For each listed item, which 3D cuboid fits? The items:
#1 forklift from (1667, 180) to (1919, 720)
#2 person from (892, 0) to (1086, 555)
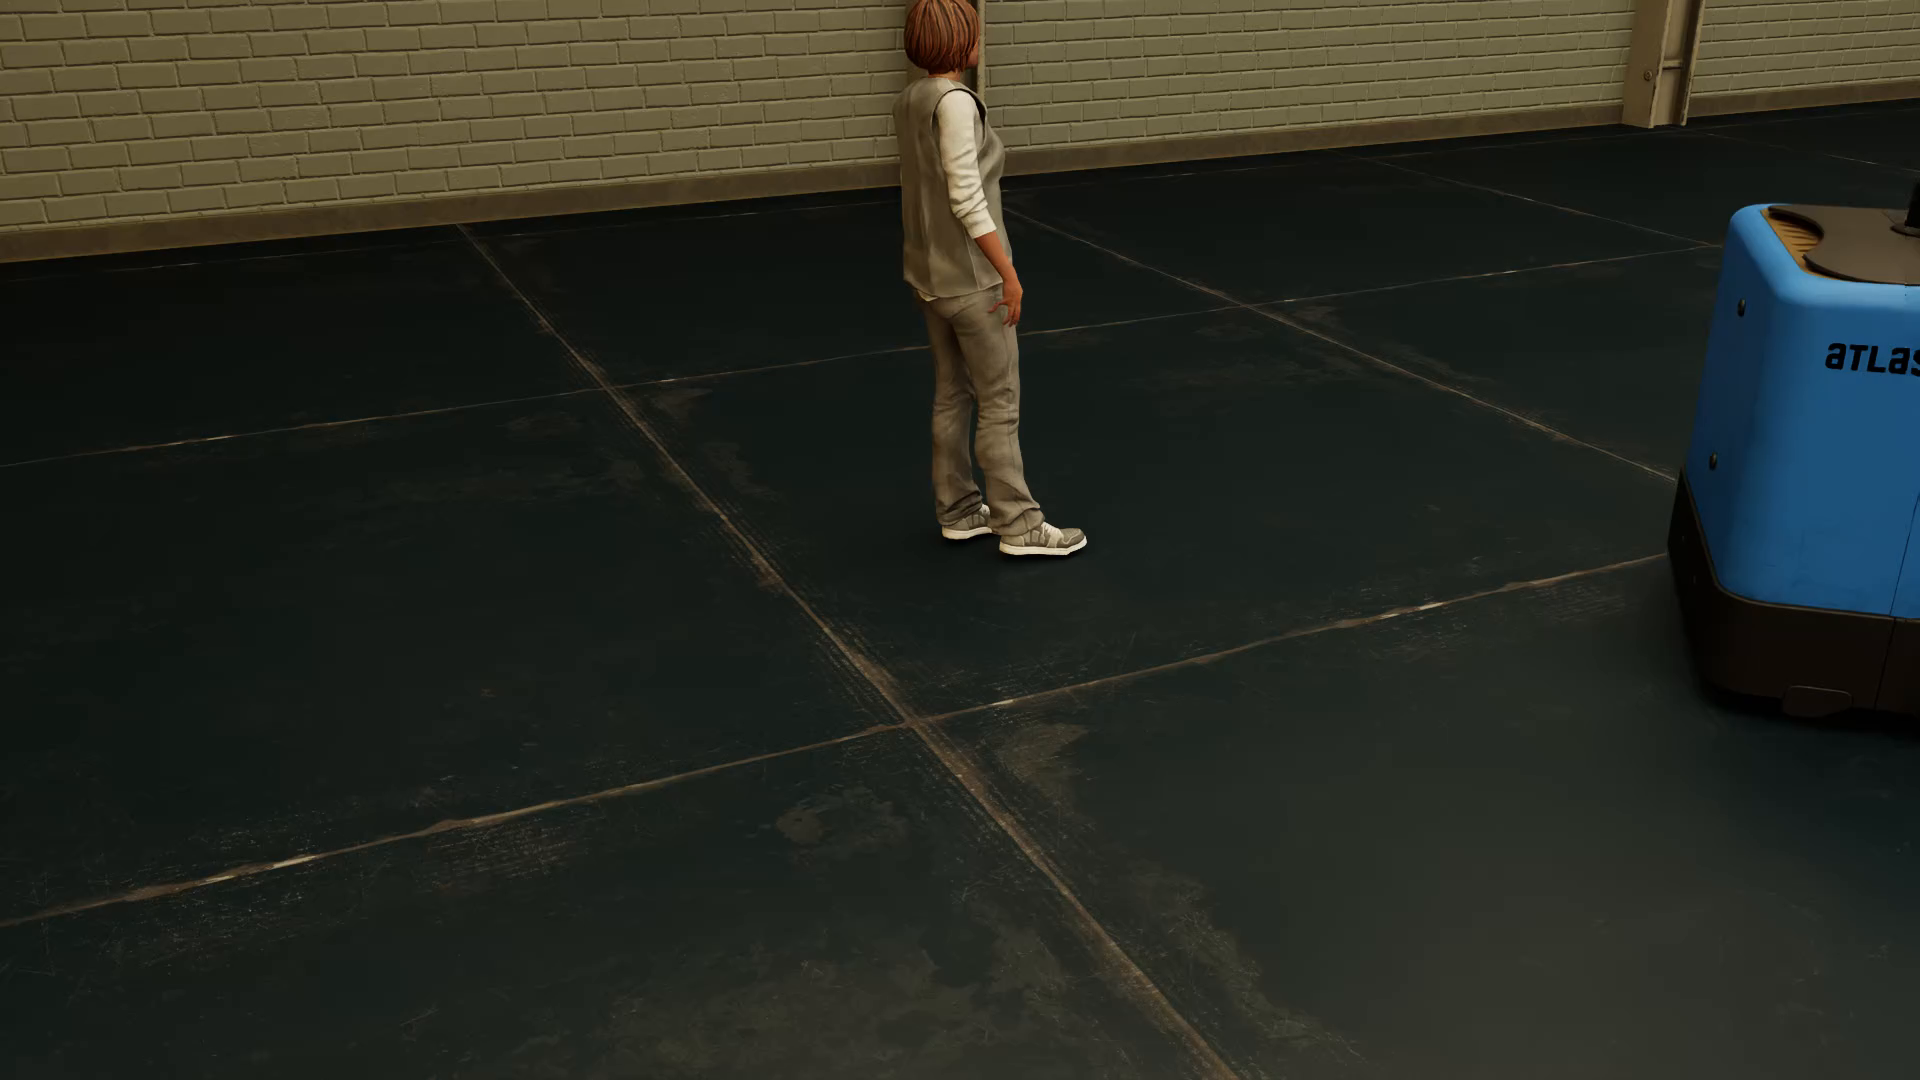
[{"bbox_3d":[3.406,-0.949,3.572,3.031,2.935,1.130,7,23,15],"label":"forklift"},{"bbox_3d":[0.072,-0.751,4.815,0.475,1.596,0.521,-10,25,-23],"label":"person"}]
